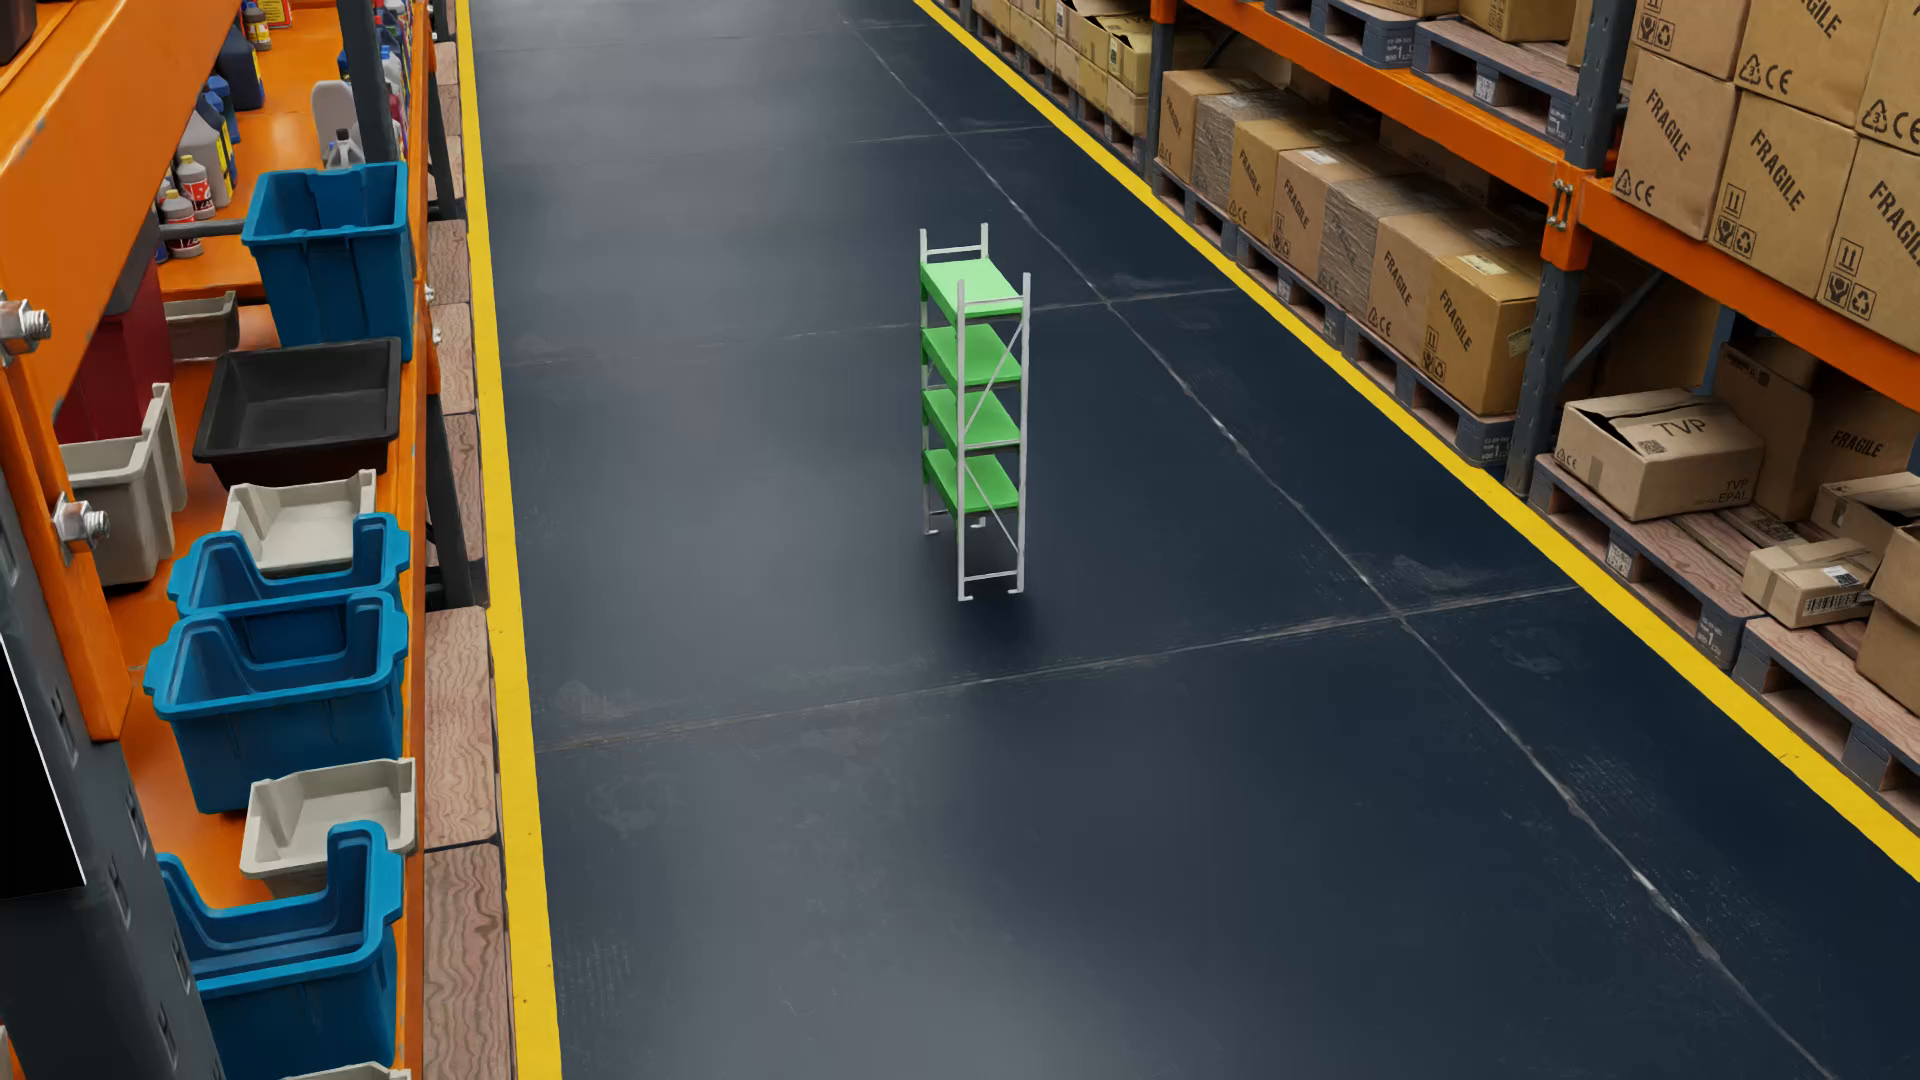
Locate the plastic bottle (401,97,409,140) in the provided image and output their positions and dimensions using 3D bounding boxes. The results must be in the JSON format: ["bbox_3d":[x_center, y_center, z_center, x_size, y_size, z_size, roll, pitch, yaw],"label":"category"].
[{"bbox_3d":[-2.123,-1.591,6.203,0.097,0.201,0.097,0,30,0],"label":"plastic bottle"}]

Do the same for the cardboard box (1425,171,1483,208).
[{"bbox_3d":[2.488,-1.426,7.775,0.500,0.500,0.500,-7,31,-13],"label":"cardboard box"}]

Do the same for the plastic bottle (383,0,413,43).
[{"bbox_3d":[-2.534,-2.370,7.479,0.097,0.271,0.097,0,30,0],"label":"plastic bottle"}]

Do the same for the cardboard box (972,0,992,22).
[{"bbox_3d":[0.404,-4.181,12.804,0.500,0.250,0.500,-9,31,-14],"label":"cardboard box"}]

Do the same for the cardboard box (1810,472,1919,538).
[{"bbox_3d":[3.242,-0.099,5.833,0.380,0.149,0.250,-8,31,-13],"label":"cardboard box"}]

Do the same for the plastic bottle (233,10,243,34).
[{"bbox_3d":[-3.190,-2.245,7.263,0.097,0.271,0.097,0,30,0],"label":"plastic bottle"}]

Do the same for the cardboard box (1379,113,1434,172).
[{"bbox_3d":[2.367,-1.977,7.979,0.500,0.250,0.500,-8,31,-14],"label":"cardboard box"}]

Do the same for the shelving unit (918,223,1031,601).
[{"bbox_3d":[0.044,-0.439,5.811,0.258,1.200,0.503,-8,31,-13],"label":"shelving unit"}]

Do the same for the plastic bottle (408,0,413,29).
[{"bbox_3d":[-2.599,-2.527,7.739,0.061,0.283,0.133,-8,31,-13],"label":"plastic bottle"}]

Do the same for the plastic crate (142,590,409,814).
[{"bbox_3d":[-1.153,0.283,2.873,0.416,0.233,0.300,-8,31,-13],"label":"plastic crate"}]

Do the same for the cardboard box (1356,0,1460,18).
[{"bbox_3d":[2.131,-2.623,7.268,0.700,0.500,0.500,-16,34,-26],"label":"cardboard box"}]

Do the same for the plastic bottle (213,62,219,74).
[{"bbox_3d":[-3.007,-1.852,6.580,0.152,0.276,0.135,-8,31,-13],"label":"plastic bottle"}]

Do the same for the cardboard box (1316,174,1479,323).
[{"bbox_3d":[1.997,-1.344,7.633,0.500,0.500,0.500,-7,31,-13],"label":"cardboard box"}]

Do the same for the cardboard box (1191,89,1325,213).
[{"bbox_3d":[1.588,-2.083,8.911,0.500,0.500,0.500,-9,31,-15],"label":"cardboard box"}]

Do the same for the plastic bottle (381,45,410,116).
[{"bbox_3d":[-2.210,-1.780,6.460,0.097,0.271,0.097,0,30,0],"label":"plastic bottle"}]

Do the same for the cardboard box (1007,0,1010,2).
[{"bbox_3d":[0.534,-4.176,12.236,0.500,0.311,0.500,-8,31,-14],"label":"cardboard box"}]

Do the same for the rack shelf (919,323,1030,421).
[{"bbox_3d":[0.044,-0.592,5.723,0.258,0.148,0.480,-8,31,-13],"label":"rack shelf"}]

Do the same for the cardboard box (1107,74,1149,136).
[{"bbox_3d":[1.223,-2.698,10.243,0.500,0.250,0.500,-7,31,-12],"label":"cardboard box"}]

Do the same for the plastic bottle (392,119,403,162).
[{"bbox_3d":[-1.974,-1.351,5.718,0.097,0.271,0.097,0,30,0],"label":"plastic bottle"}]

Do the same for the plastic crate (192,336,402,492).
[{"bbox_3d":[-1.561,-0.298,3.985,0.437,0.125,0.590,-8,31,-13],"label":"plastic crate"}]

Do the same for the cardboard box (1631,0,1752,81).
[{"bbox_3d":[2.513,-1.764,5.205,0.500,0.500,0.500,-7,31,-12],"label":"cardboard box"}]

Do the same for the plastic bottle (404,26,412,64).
[{"bbox_3d":[-2.431,-2.152,7.171,0.097,0.201,0.097,0,30,0],"label":"plastic bottle"}]

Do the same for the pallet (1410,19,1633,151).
[{"bbox_3d":[2.553,-1.870,6.678,1.003,0.211,1.213,-8,31,-13],"label":"pallet"}]

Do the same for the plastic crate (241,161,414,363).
[{"bbox_3d":[-1.664,-0.735,4.482,0.392,0.384,0.575,-8,31,-13],"label":"plastic crate"}]

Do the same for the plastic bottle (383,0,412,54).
[{"bbox_3d":[-2.482,-2.276,7.316,0.097,0.271,0.097,0,30,0],"label":"plastic bottle"}]

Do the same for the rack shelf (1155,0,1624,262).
[{"bbox_3d":[2.129,-2.207,7.788,1.077,0.370,4.000,-8,31,-13],"label":"rack shelf"}]

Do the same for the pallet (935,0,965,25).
[{"bbox_3d":[0.366,-4.600,13.986,1.003,0.211,1.213,-8,31,-13],"label":"pallet"}]

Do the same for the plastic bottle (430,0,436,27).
[{"bbox_3d":[-3.902,-3.982,12.419,0.097,0.271,0.097,0,30,0],"label":"plastic bottle"}]

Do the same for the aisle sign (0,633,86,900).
[{"bbox_3d":[-0.750,-0.094,0.823,0.394,0.787,0.004,-8,31,-13],"label":"aisle sign"}]

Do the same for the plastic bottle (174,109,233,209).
[{"bbox_3d":[-2.537,-1.294,5.541,0.144,0.351,0.185,-8,31,-13],"label":"plastic bottle"}]

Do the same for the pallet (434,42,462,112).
[{"bbox_3d":[-3.995,-3.179,11.531,1.003,0.211,1.213,-8,31,-13],"label":"pallet"}]

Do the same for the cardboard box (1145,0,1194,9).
[{"bbox_3d":[1.461,-3.510,11.086,0.500,0.311,0.500,-9,31,-15],"label":"cardboard box"}]

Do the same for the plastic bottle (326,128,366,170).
[{"bbox_3d":[-1.909,-1.107,5.218,0.144,0.351,0.185,-8,31,-13],"label":"plastic bottle"}]

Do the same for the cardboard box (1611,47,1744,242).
[{"bbox_3d":[2.532,-1.314,5.426,0.500,0.500,0.500,-7,31,-12],"label":"cardboard box"}]

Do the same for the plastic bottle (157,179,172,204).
[{"bbox_3d":[-2.567,-1.082,5.324,0.097,0.201,0.097,0,30,0],"label":"plastic bottle"}]

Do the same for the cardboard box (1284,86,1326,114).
[{"bbox_3d":[2.073,-2.173,9.066,0.500,0.500,0.500,-7,31,-11],"label":"cardboard box"}]

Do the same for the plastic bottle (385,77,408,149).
[{"bbox_3d":[-2.118,-1.564,6.081,0.152,0.276,0.135,-8,31,-13],"label":"plastic bottle"}]

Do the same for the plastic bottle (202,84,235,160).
[{"bbox_3d":[-2.685,-1.498,5.973,0.097,0.271,0.097,0,30,0],"label":"plastic bottle"}]

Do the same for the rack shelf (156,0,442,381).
[{"bbox_3d":[-2.648,-1.551,6.653,1.077,0.370,4.000,-8,31,-13],"label":"rack shelf"}]

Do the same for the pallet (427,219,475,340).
[{"bbox_3d":[-2.929,-1.246,8.192,1.003,0.211,1.213,-8,31,-13],"label":"pallet"}]

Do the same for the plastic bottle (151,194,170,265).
[{"bbox_3d":[-2.533,-0.990,5.089,0.152,0.276,0.135,-8,31,-13],"label":"plastic bottle"}]

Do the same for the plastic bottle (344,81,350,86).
[{"bbox_3d":[-2.295,-1.618,6.249,0.097,0.201,0.097,0,30,0],"label":"plastic bottle"}]

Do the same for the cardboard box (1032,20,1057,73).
[{"bbox_3d":[0.813,-3.438,11.521,0.500,0.250,0.500,-7,31,-12],"label":"cardboard box"}]

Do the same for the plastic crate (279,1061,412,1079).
[{"bbox_3d":[-0.809,0.795,2.085,0.250,0.136,0.298,-8,31,-13],"label":"plastic crate"}]

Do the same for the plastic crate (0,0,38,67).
[{"bbox_3d":[-0.889,-0.429,1.133,0.497,0.269,0.590,-8,31,-13],"label":"plastic crate"}]

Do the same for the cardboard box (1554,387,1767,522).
[{"bbox_3d":[2.562,-0.348,6.102,0.500,0.311,0.500,-8,31,-13],"label":"cardboard box"}]

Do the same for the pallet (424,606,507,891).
[{"bbox_3d":[-1.884,0.661,4.898,1.003,0.211,1.213,-8,31,-13],"label":"pallet"}]

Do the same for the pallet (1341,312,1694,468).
[{"bbox_3d":[2.407,-0.734,7.307,1.003,0.211,1.213,-8,31,-13],"label":"pallet"}]

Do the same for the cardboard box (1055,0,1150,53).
[{"bbox_3d":[0.946,-3.434,10.954,0.500,0.311,0.500,-8,31,-14],"label":"cardboard box"}]

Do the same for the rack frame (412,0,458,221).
[{"bbox_3d":[-3.179,-2.828,8.142,1.000,3.000,0.127,-8,31,-13],"label":"rack frame"}]

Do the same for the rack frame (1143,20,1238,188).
[{"bbox_3d":[1.598,-3.485,9.276,1.000,3.000,0.127,-8,31,-13],"label":"rack frame"}]

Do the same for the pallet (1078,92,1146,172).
[{"bbox_3d":[1.417,-2.681,10.671,1.003,0.211,1.213,-8,31,-13],"label":"pallet"}]

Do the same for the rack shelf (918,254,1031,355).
[{"bbox_3d":[0.044,-0.799,5.603,0.258,0.148,0.480,-8,31,-13],"label":"rack shelf"}]
